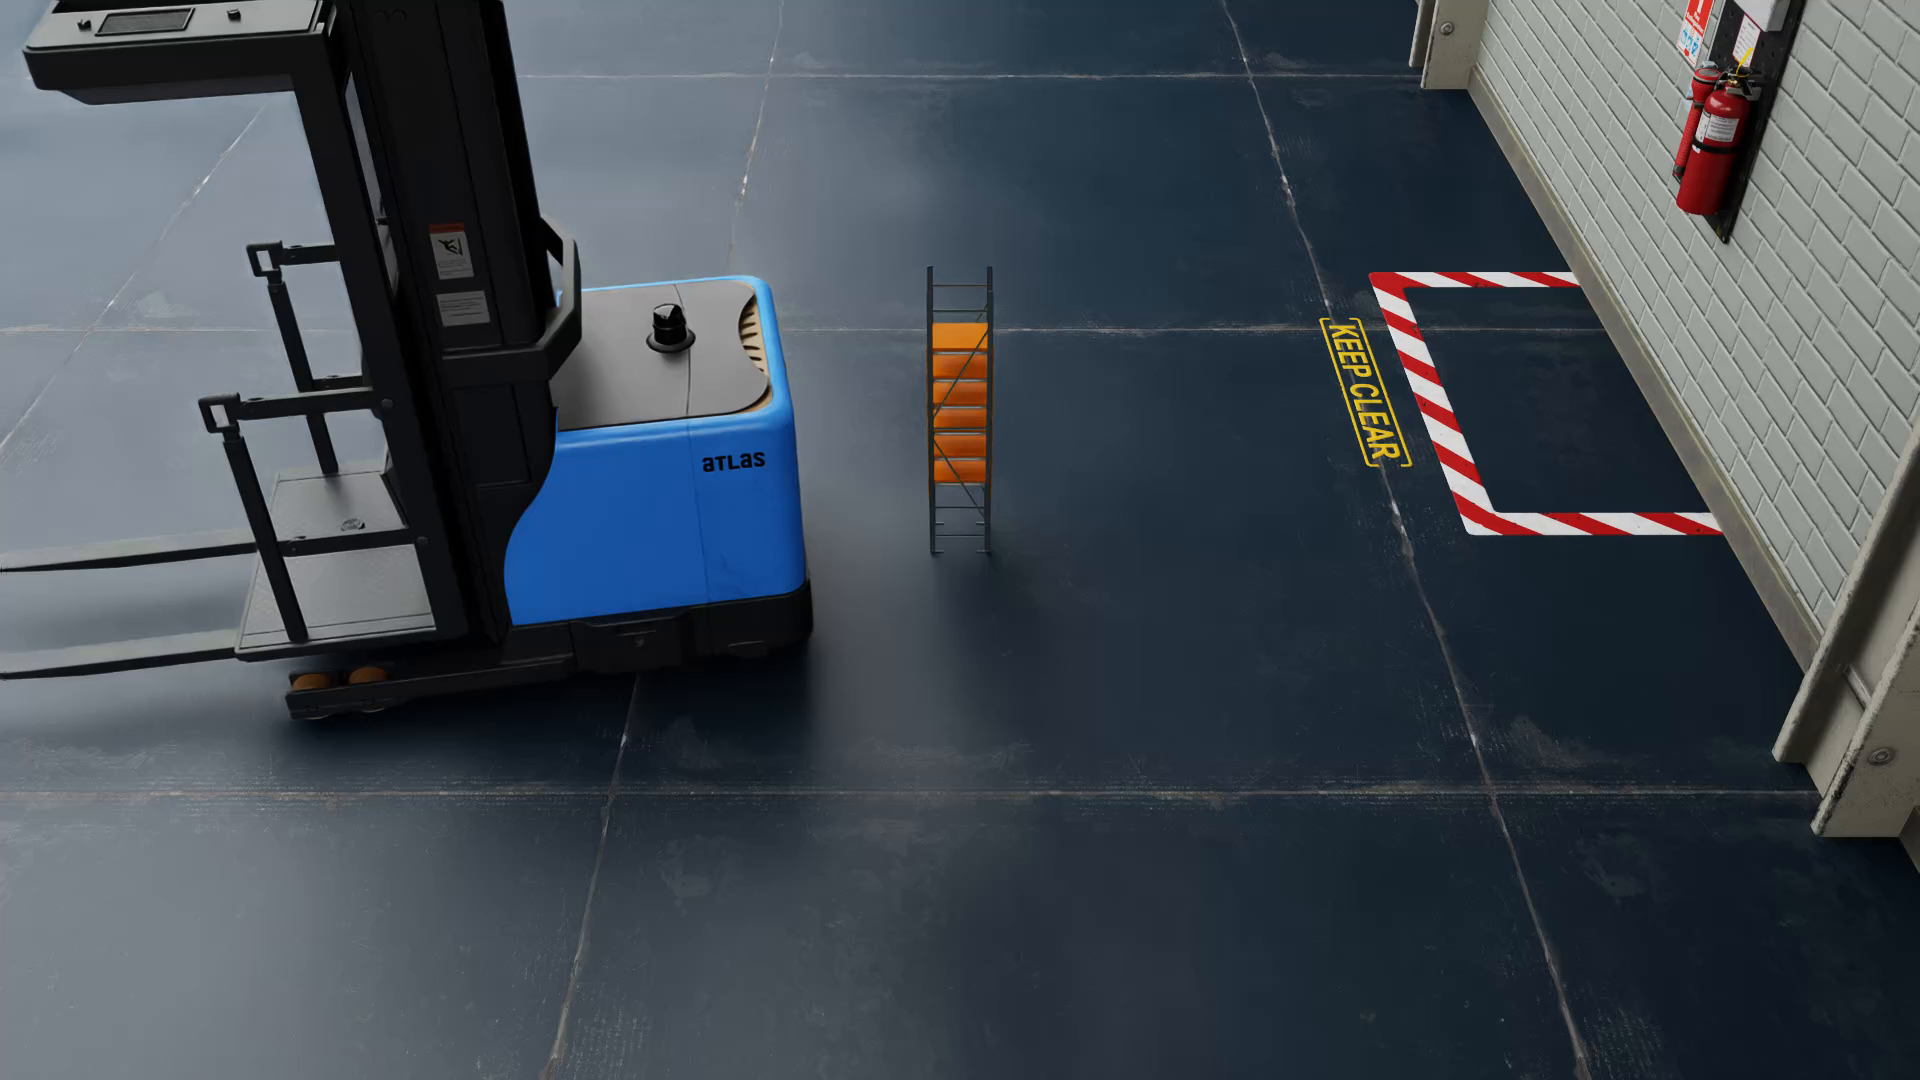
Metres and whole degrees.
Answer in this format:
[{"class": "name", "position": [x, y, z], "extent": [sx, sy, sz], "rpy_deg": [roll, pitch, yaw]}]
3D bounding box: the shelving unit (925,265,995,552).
[{"class": "shelving unit", "position": [0.000, -0.477, 6.386], "extent": [0.258, 1.200, 0.189], "rpy_deg": [0, 39, 0]}]

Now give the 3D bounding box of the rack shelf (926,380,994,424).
[{"class": "rack shelf", "position": [0.000, -0.536, 6.339], "extent": [0.258, 0.103, 0.180], "rpy_deg": [0, 39, 0]}]

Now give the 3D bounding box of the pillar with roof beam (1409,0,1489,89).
[{"class": "pillar with roof beam", "position": [-1.314, -6.400, 7.540], "extent": [9.100, 9.000, 0.400], "rpy_deg": [0, 39, 0]}]

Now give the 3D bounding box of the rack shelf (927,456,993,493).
[{"class": "rack shelf", "position": [0.000, -0.255, 6.564], "extent": [0.258, 0.103, 0.180], "rpy_deg": [0, 39, 0]}]

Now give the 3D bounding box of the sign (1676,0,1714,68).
[{"class": "sign", "position": [3.136, -2.215, 7.087], "extent": [0.001, 0.329, 0.234], "rpy_deg": [0, 39, 0]}]

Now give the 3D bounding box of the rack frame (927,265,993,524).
[{"class": "rack frame", "position": [0.000, -0.534, 6.457], "extent": [0.240, 1.200, 0.006], "rpy_deg": [0, 39, 0]}]

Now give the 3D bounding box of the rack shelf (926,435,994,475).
[{"class": "rack shelf", "position": [0.000, -0.349, 6.489], "extent": [0.258, 0.103, 0.180], "rpy_deg": [0, 39, 0]}]

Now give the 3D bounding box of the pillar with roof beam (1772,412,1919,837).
[{"class": "pillar with roof beam", "position": [-1.307, -2.648, 2.858], "extent": [9.100, 9.000, 0.400], "rpy_deg": [0, 39, 0]}]

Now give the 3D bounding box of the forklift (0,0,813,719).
[{"class": "forklift", "position": [-2.116, -0.861, 5.481], "extent": [3.031, 2.935, 1.130], "rpy_deg": [-6, 39, -8]}]

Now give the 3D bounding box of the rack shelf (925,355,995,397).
[{"class": "rack shelf", "position": [0.000, -0.630, 6.264], "extent": [0.258, 0.103, 0.180], "rpy_deg": [0, 39, 0]}]

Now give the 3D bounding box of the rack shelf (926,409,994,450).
[{"class": "rack shelf", "position": [0.000, -0.443, 6.414], "extent": [0.258, 0.103, 0.180], "rpy_deg": [0, 39, 0]}]

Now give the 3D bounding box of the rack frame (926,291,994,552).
[{"class": "rack frame", "position": [0.000, -0.420, 6.315], "extent": [0.240, 1.200, 0.006], "rpy_deg": [0, 39, 0]}]

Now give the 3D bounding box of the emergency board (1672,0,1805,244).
[{"class": "emergency board", "position": [3.034, -1.855, 6.667], "extent": [0.194, 1.169, 0.643], "rpy_deg": [0, 39, 0]}]

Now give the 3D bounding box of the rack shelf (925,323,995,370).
[{"class": "rack shelf", "position": [0.000, -0.724, 6.189], "extent": [0.258, 0.103, 0.180], "rpy_deg": [0, 39, 0]}]
